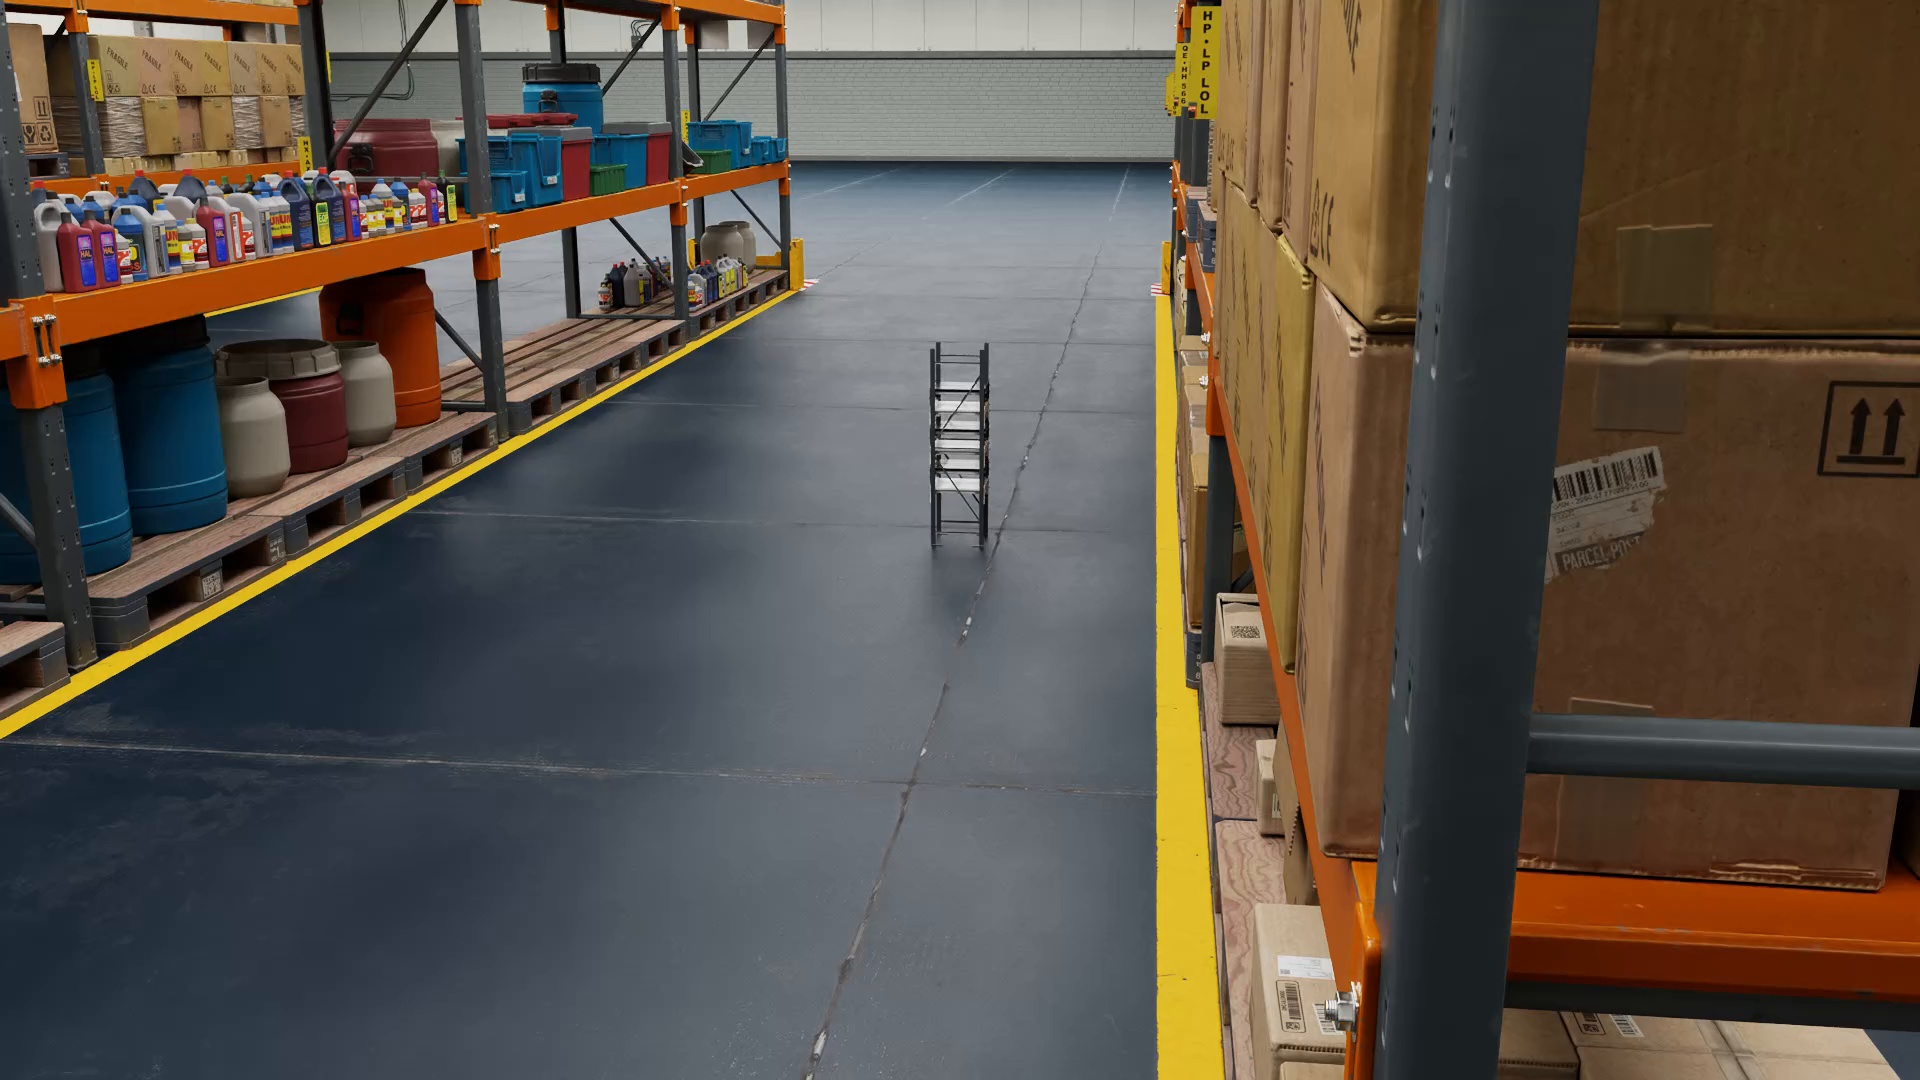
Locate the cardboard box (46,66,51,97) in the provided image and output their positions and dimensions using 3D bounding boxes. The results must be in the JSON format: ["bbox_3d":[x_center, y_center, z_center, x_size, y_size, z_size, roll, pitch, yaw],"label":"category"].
[{"bbox_3d":[-7.869,-4.027,14.130,0.500,0.500,0.500,2,15,6],"label":"cardboard box"}]

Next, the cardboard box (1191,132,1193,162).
[{"bbox_3d":[2.466,-3.635,15.166,0.700,0.500,0.500,2,15,7],"label":"cardboard box"}]

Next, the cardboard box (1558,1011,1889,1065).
[{"bbox_3d":[1.298,0.901,3.010,0.500,0.250,0.500,2,15,6],"label":"cardboard box"}]

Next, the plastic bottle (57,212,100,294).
[{"bbox_3d":[-3.163,-1.033,5.959,0.061,0.283,0.133,2,15,6],"label":"plastic bottle"}]

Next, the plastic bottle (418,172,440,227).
[{"bbox_3d":[-2.824,-1.810,8.834,0.061,0.283,0.133,2,15,6],"label":"plastic bottle"}]

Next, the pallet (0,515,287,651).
[{"bbox_3d":[-3.500,0.141,6.738,1.003,0.211,1.213,2,15,6],"label":"pallet"}]

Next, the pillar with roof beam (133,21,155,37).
[{"bbox_3d":[-15.963,-13.542,40.503,9.100,9.000,0.400,2,15,6],"label":"pillar with roof beam"}]

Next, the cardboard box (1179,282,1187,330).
[{"bbox_3d":[1.730,-1.582,11.156,0.500,0.311,0.500,2,15,8],"label":"cardboard box"}]

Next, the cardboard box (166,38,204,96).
[{"bbox_3d":[-7.231,-4.271,15.032,0.500,0.500,0.500,2,15,6],"label":"cardboard box"}]

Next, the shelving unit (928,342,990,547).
[{"bbox_3d":[-0.001,-0.432,7.537,0.258,0.900,0.210,2,15,6],"label":"shelving unit"}]

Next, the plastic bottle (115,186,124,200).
[{"bbox_3d":[-3.785,-1.444,7.479,0.061,0.283,0.133,2,15,6],"label":"plastic bottle"}]

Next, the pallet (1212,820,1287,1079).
[{"bbox_3d":[1.080,0.982,3.627,1.003,0.211,1.213,2,15,6],"label":"pallet"}]

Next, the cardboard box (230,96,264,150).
[{"bbox_3d":[-7.321,-4.053,16.144,0.875,0.500,0.500,2,15,6],"label":"cardboard box"}]

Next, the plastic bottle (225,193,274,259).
[{"bbox_3d":[-3.067,-1.356,7.168,0.152,0.276,0.135,2,15,6],"label":"plastic bottle"}]

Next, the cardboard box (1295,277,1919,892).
[{"bbox_3d":[0.622,0.005,1.705,0.500,0.500,0.500,2,15,8],"label":"cardboard box"}]

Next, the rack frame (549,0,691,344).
[{"bbox_3d":[-2.725,-3.082,13.312,1.000,3.000,0.127,2,15,6],"label":"rack frame"}]

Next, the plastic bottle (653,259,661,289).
[{"bbox_3d":[-2.827,-2.464,15.413,0.097,0.271,0.097,0,15,0],"label":"plastic bottle"}]

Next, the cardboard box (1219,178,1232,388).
[{"bbox_3d":[0.910,-0.651,4.132,0.500,0.500,0.500,2,15,7],"label":"cardboard box"}]

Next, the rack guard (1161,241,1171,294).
[{"bbox_3d":[2.650,-2.772,16.955,1.175,0.500,0.348,2,15,6],"label":"rack guard"}]

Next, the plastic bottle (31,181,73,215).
[{"bbox_3d":[-3.685,-1.275,6.724,0.144,0.351,0.185,2,15,6],"label":"plastic bottle"}]

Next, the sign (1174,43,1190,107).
[{"bbox_3d":[1.193,-2.472,8.838,0.100,0.325,0.005,2,15,6],"label":"sign"}]

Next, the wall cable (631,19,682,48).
[{"bbox_3d":[-8.486,-17.308,47.915,2.305,6.003,0.169,2,15,6],"label":"wall cable"}]

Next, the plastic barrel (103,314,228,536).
[{"bbox_3d":[-3.470,-0.521,7.057,0.600,0.901,0.708,2,15,6],"label":"plastic barrel"}]

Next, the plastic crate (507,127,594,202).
[{"bbox_3d":[-2.690,-2.485,10.983,0.402,0.464,0.583,2,15,6],"label":"plastic crate"}]

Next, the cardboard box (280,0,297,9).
[{"bbox_3d":[-6.997,-5.508,16.826,0.500,0.250,0.500,2,15,8],"label":"cardboard box"}]

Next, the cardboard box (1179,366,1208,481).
[{"bbox_3d":[1.294,-0.527,7.812,0.500,0.500,0.500,1,15,6],"label":"cardboard box"}]

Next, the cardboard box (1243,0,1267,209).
[{"bbox_3d":[0.787,-0.876,3.047,0.500,0.500,0.500,2,15,8],"label":"cardboard box"}]

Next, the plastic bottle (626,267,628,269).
[{"bbox_3d":[-2.940,-2.251,14.603,0.061,0.283,0.133,3,15,10],"label":"plastic bottle"}]

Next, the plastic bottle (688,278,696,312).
[{"bbox_3d":[-2.254,-2.047,13.868,0.097,0.271,0.097,0,15,0],"label":"plastic bottle"}]

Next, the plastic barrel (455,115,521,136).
[{"bbox_3d":[-3.183,-2.603,11.282,0.433,0.535,0.433,0,15,0],"label":"plastic barrel"}]

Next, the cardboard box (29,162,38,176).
[{"bbox_3d":[-7.915,-3.171,14.122,0.380,0.149,0.250,2,15,6],"label":"cardboard box"}]

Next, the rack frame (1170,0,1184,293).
[{"bbox_3d":[2.647,-3.972,16.605,1.000,3.000,0.127,2,15,6],"label":"rack frame"}]

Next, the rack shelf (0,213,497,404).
[{"bbox_3d":[-3.402,-1.178,7.651,1.077,0.370,4.000,2,15,6],"label":"rack shelf"}]

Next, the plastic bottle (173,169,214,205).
[{"bbox_3d":[-3.559,-1.547,7.731,0.144,0.351,0.185,2,15,6],"label":"plastic bottle"}]

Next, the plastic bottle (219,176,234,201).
[{"bbox_3d":[-3.685,-1.672,8.322,0.061,0.283,0.133,2,15,6],"label":"plastic bottle"}]

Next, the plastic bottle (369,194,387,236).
[{"bbox_3d":[-2.911,-1.615,8.270,0.097,0.201,0.097,0,15,0],"label":"plastic bottle"}]

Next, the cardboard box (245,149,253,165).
[{"bbox_3d":[-7.147,-3.739,16.224,0.380,0.149,0.250,2,15,6],"label":"cardboard box"}]

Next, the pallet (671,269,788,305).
[{"bbox_3d":[-2.333,-2.541,16.656,1.003,0.211,1.213,2,15,6],"label":"pallet"}]

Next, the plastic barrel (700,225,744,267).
[{"bbox_3d":[-2.329,-2.818,16.298,0.421,0.512,0.421,0,15,0],"label":"plastic barrel"}]

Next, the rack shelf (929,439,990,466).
[{"bbox_3d":[-0.001,-0.400,7.545,0.258,0.077,0.200,2,15,6],"label":"rack shelf"}]

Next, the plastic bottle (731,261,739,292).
[{"bbox_3d":[-2.117,-2.427,15.265,0.152,0.276,0.135,1,15,5],"label":"plastic bottle"}]

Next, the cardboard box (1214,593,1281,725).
[{"bbox_3d":[1.031,0.328,5.010,0.500,0.311,0.500,2,15,6],"label":"cardboard box"}]

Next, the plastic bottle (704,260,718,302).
[{"bbox_3d":[-2.201,-2.261,14.510,0.144,0.351,0.185,1,15,4],"label":"plastic bottle"}]

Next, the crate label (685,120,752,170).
[{"bbox_3d":[-2.213,-3.651,15.349,0.502,0.435,0.616,2,15,6],"label":"crate label"}]

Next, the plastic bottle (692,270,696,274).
[{"bbox_3d":[-2.326,-2.215,14.492,0.097,0.271,0.097,0,15,0],"label":"plastic bottle"}]

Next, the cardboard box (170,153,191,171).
[{"bbox_3d":[-7.194,-3.412,15.015,0.380,0.149,0.250,2,15,6],"label":"cardboard box"}]

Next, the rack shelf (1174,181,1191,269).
[{"bbox_3d":[1.970,-2.069,10.944,1.077,0.370,4.000,2,15,6],"label":"rack shelf"}]

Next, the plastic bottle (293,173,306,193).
[{"bbox_3d":[-3.587,-1.850,9.004,0.097,0.271,0.097,0,15,0],"label":"plastic bottle"}]

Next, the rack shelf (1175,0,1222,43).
[{"bbox_3d":[2.422,-4.554,14.389,1.077,0.370,4.000,2,15,6],"label":"rack shelf"}]

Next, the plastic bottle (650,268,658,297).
[{"bbox_3d":[-2.753,-2.331,14.896,0.061,0.283,0.133,2,15,6],"label":"plastic bottle"}]

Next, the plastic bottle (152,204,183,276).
[{"bbox_3d":[-3.116,-1.178,6.517,0.097,0.271,0.097,0,15,0],"label":"plastic bottle"}]

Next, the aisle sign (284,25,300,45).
[{"bbox_3d":[-6.890,-5.527,17.375,0.394,0.787,0.004,2,15,6],"label":"aisle sign"}]

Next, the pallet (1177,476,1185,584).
[{"bbox_3d":[1.483,-0.043,7.417,1.003,0.211,1.213,2,15,6],"label":"pallet"}]

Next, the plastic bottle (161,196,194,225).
[{"bbox_3d":[-3.244,-1.300,6.962,0.152,0.276,0.135,2,15,6],"label":"plastic bottle"}]
